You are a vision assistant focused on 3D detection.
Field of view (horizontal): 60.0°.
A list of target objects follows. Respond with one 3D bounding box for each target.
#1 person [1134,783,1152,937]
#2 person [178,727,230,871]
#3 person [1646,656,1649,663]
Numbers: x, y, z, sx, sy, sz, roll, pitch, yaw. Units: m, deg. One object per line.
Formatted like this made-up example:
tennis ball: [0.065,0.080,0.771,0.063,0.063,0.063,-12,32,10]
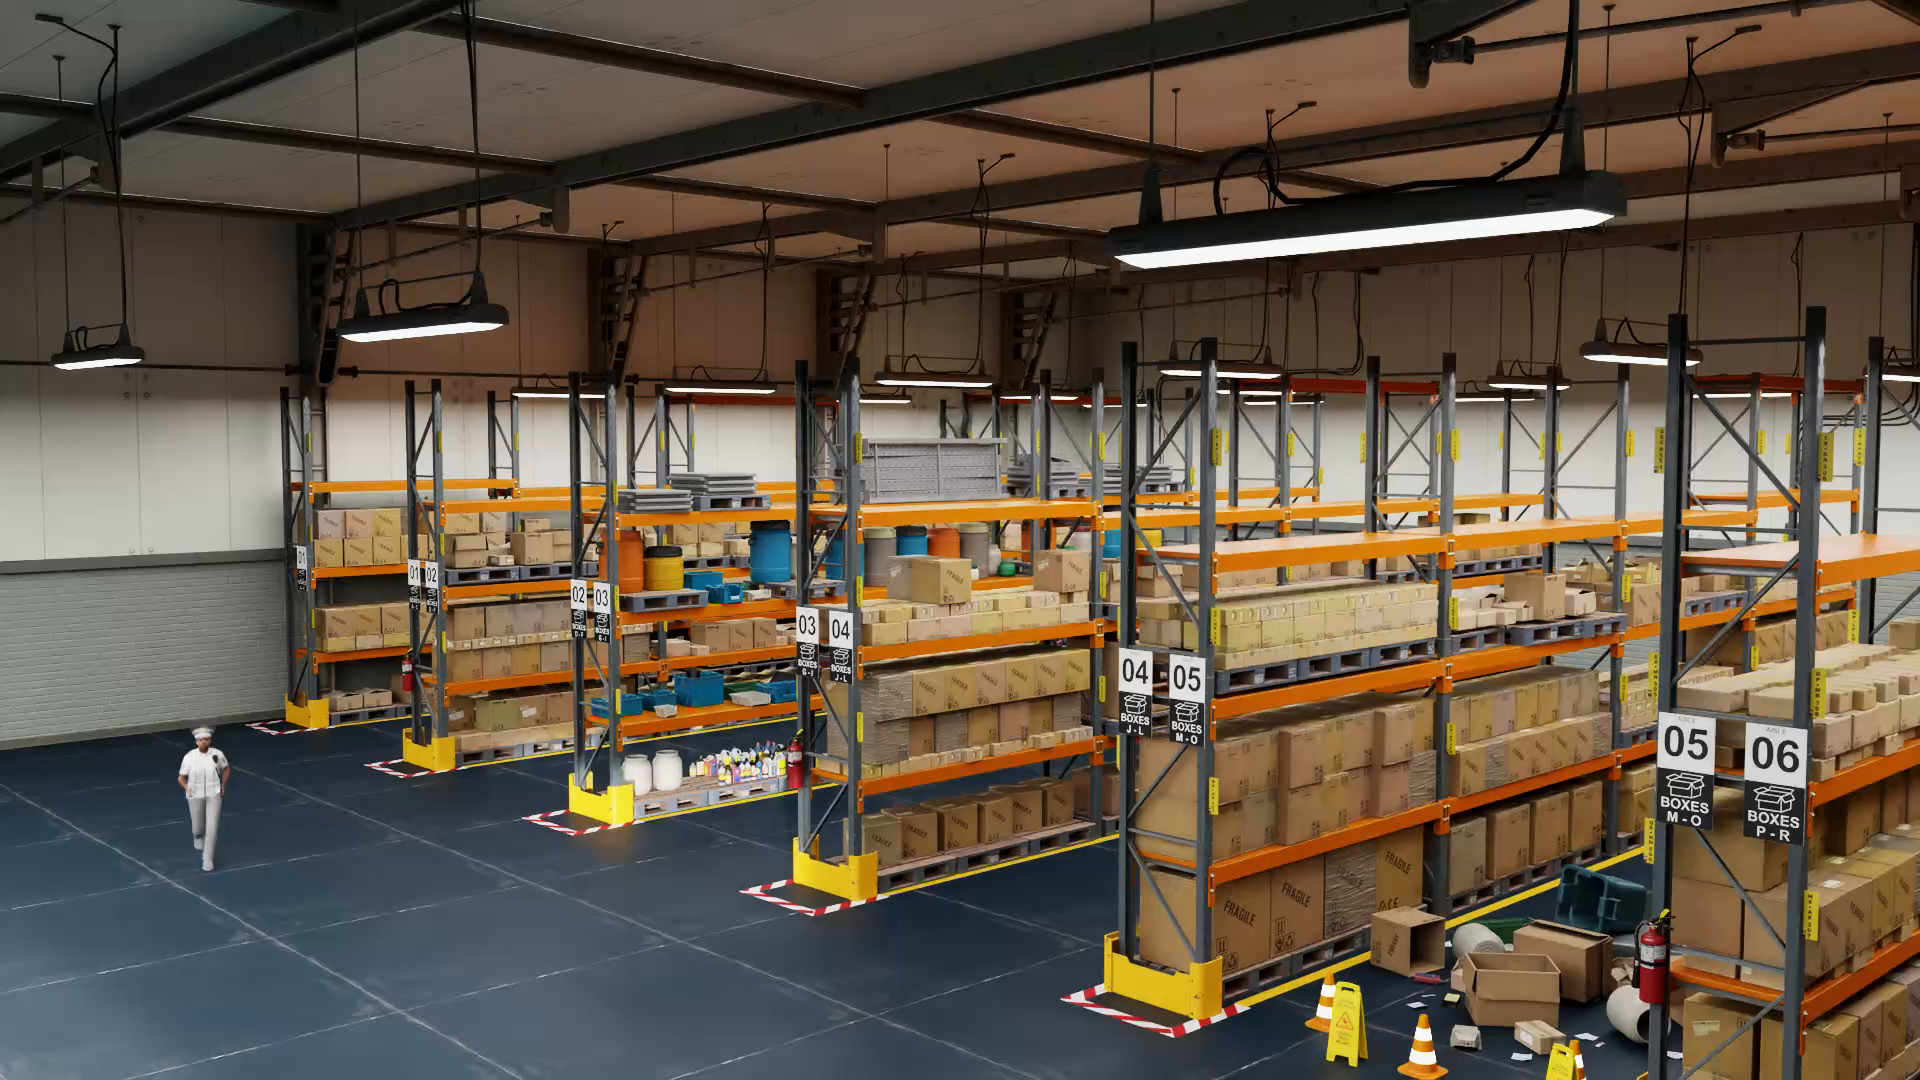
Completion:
person: [2.002,3.146,17.342,0.691,1.775,0.944,3,5,40]
person: [-9.041,3.065,19.926,0.579,1.682,0.764,-2,4,-28]
person: [11.090,2.659,26.385,0.626,1.685,0.637,-2,4,-30]
